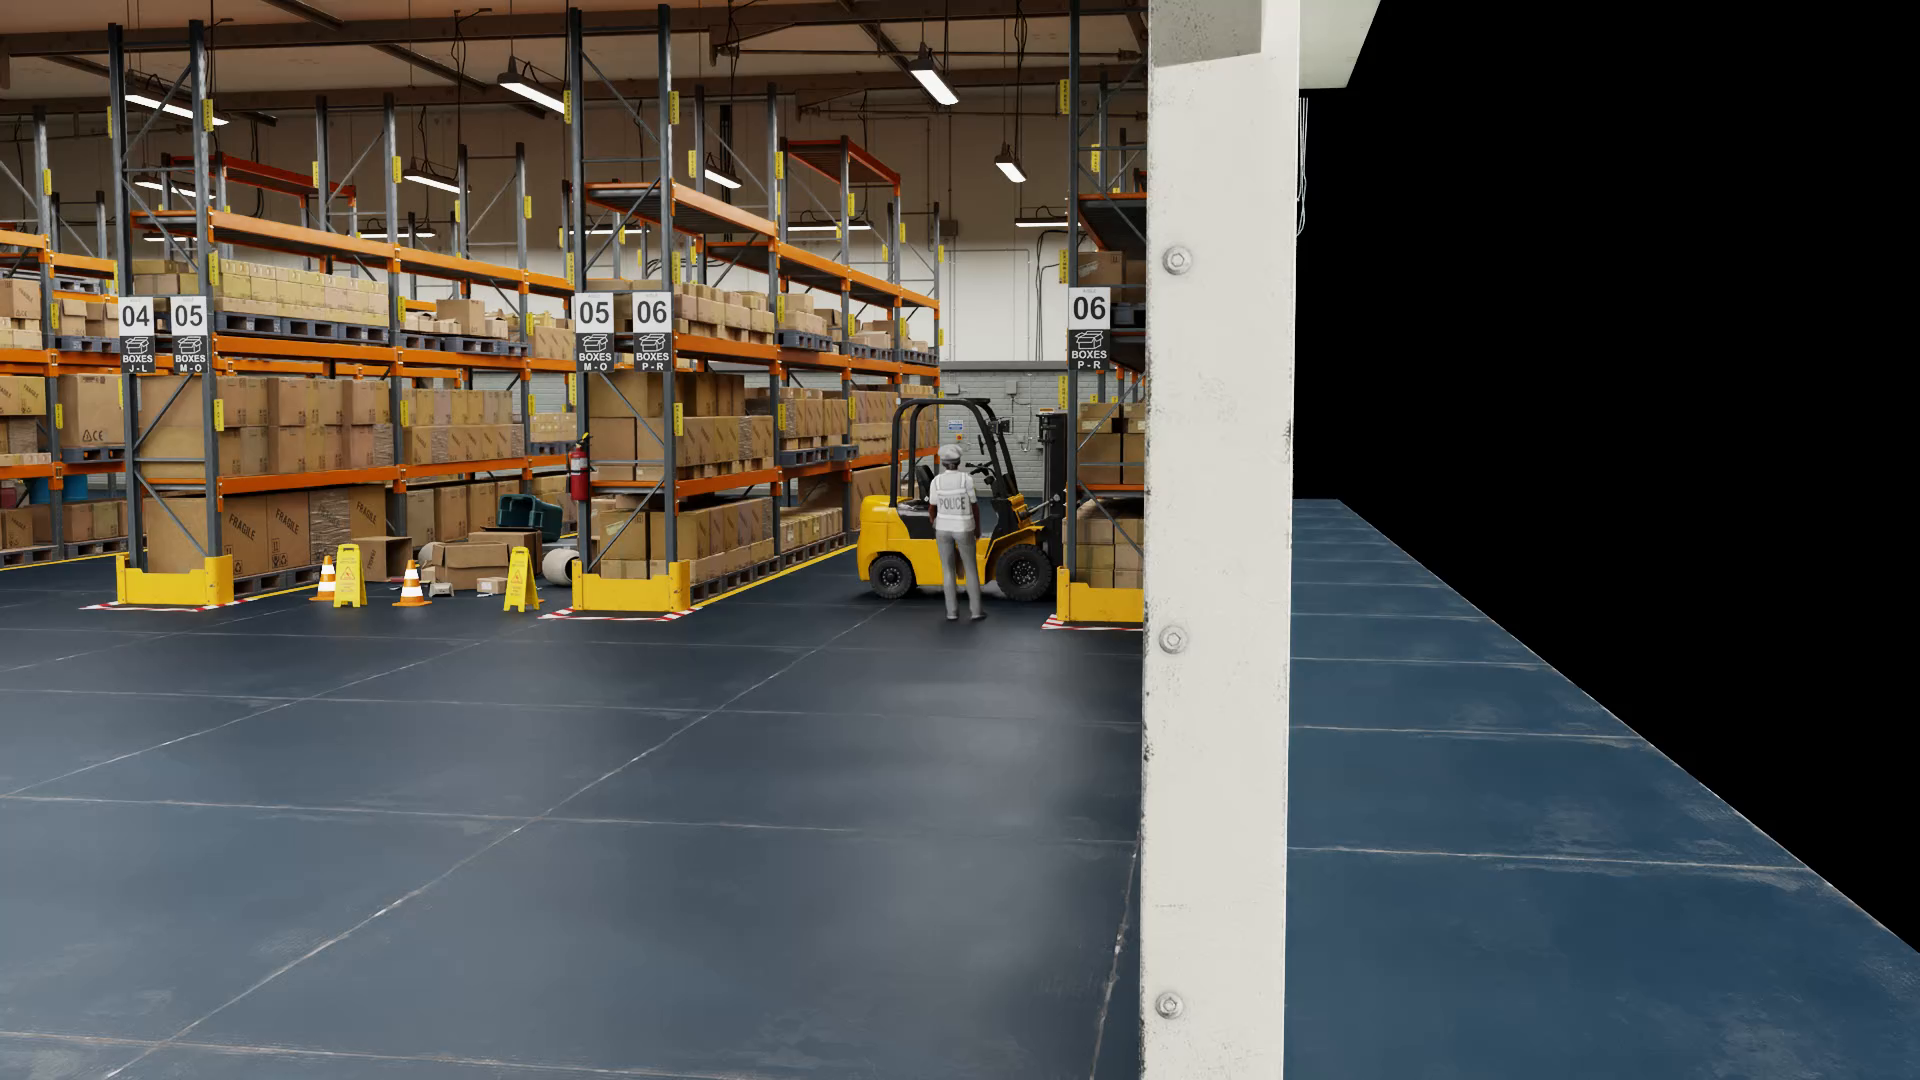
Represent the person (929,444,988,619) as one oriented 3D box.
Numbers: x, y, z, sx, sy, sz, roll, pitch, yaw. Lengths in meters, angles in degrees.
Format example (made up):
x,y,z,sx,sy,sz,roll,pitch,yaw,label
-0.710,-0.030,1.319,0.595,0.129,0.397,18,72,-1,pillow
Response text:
x,y,z,sx,sy,sz,roll,pitch,yaw,label
-0.020,-0.082,16.094,0.547,1.698,0.528,1,5,9,person
